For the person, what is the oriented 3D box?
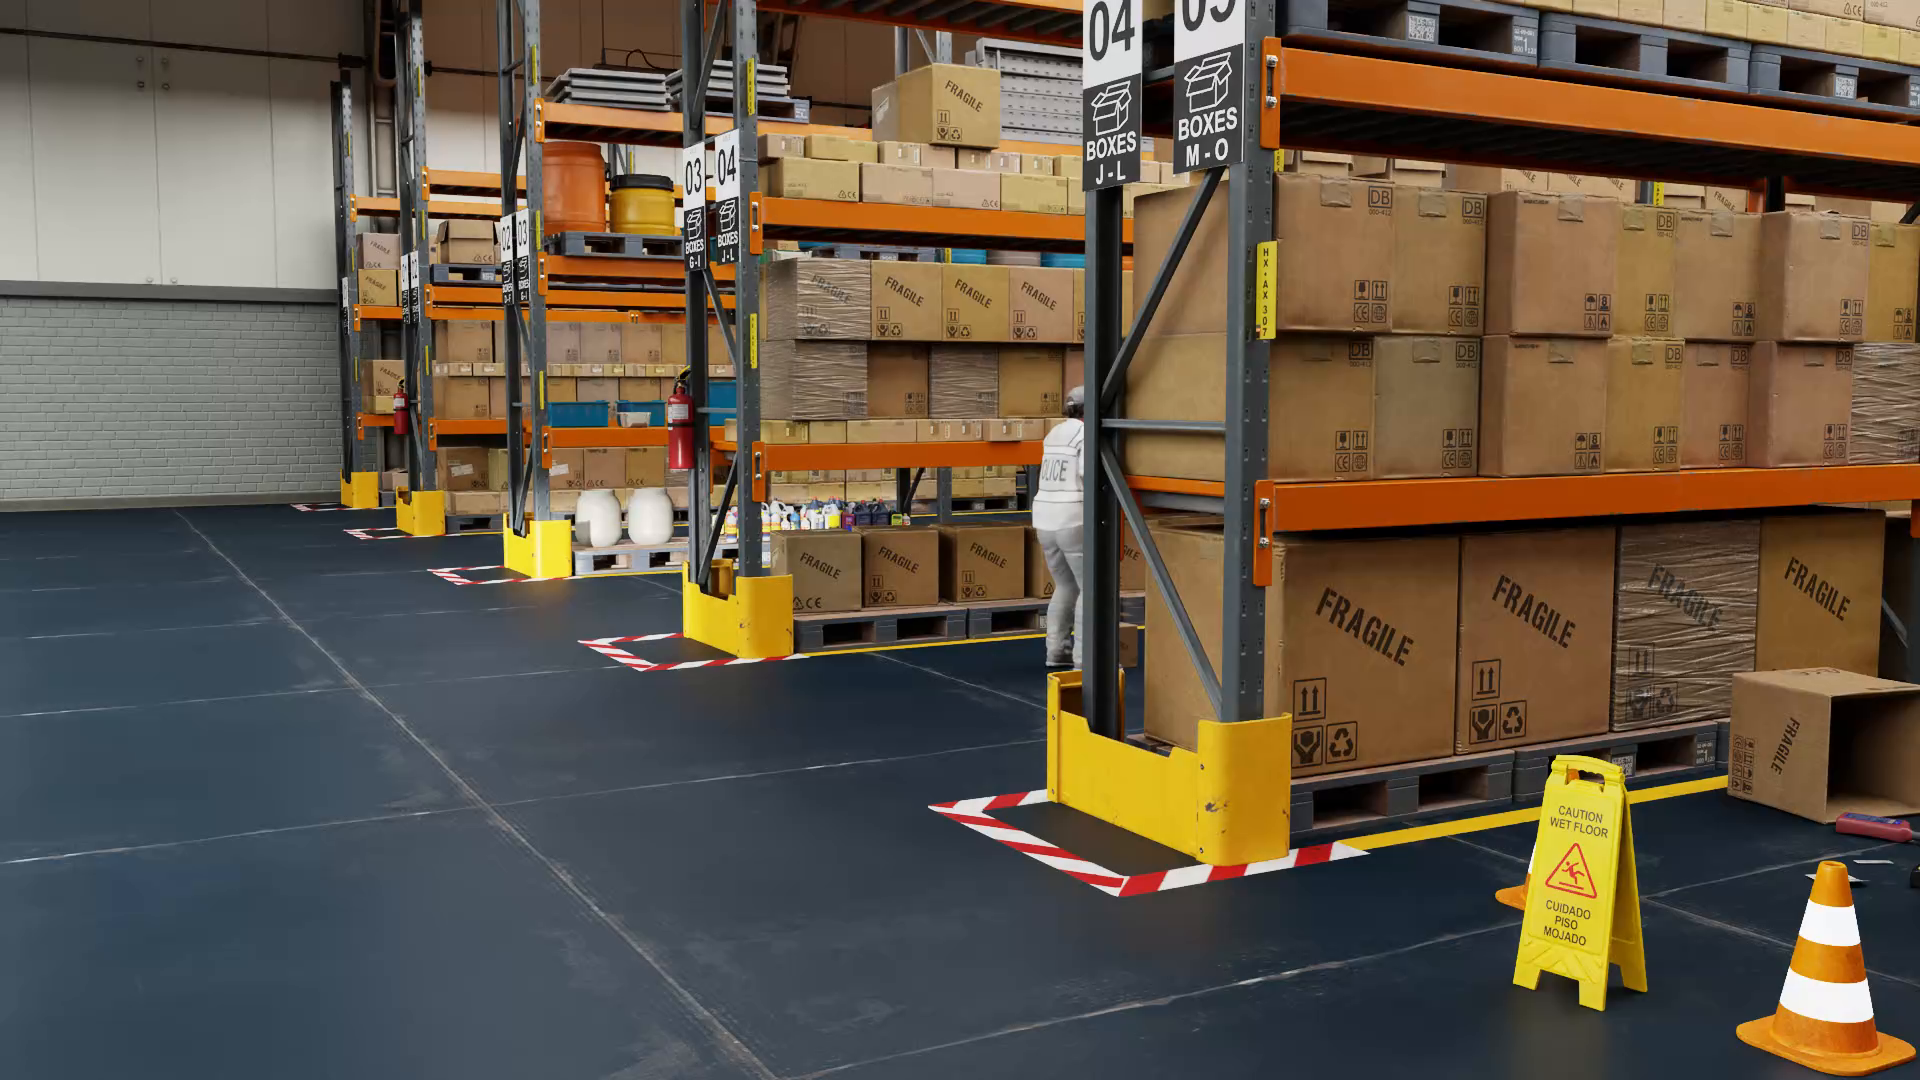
[{"bbox_3d":[0.690,-0.068,9.729,0.467,1.665,0.557,-3,6,-32],"label":"person"}]
